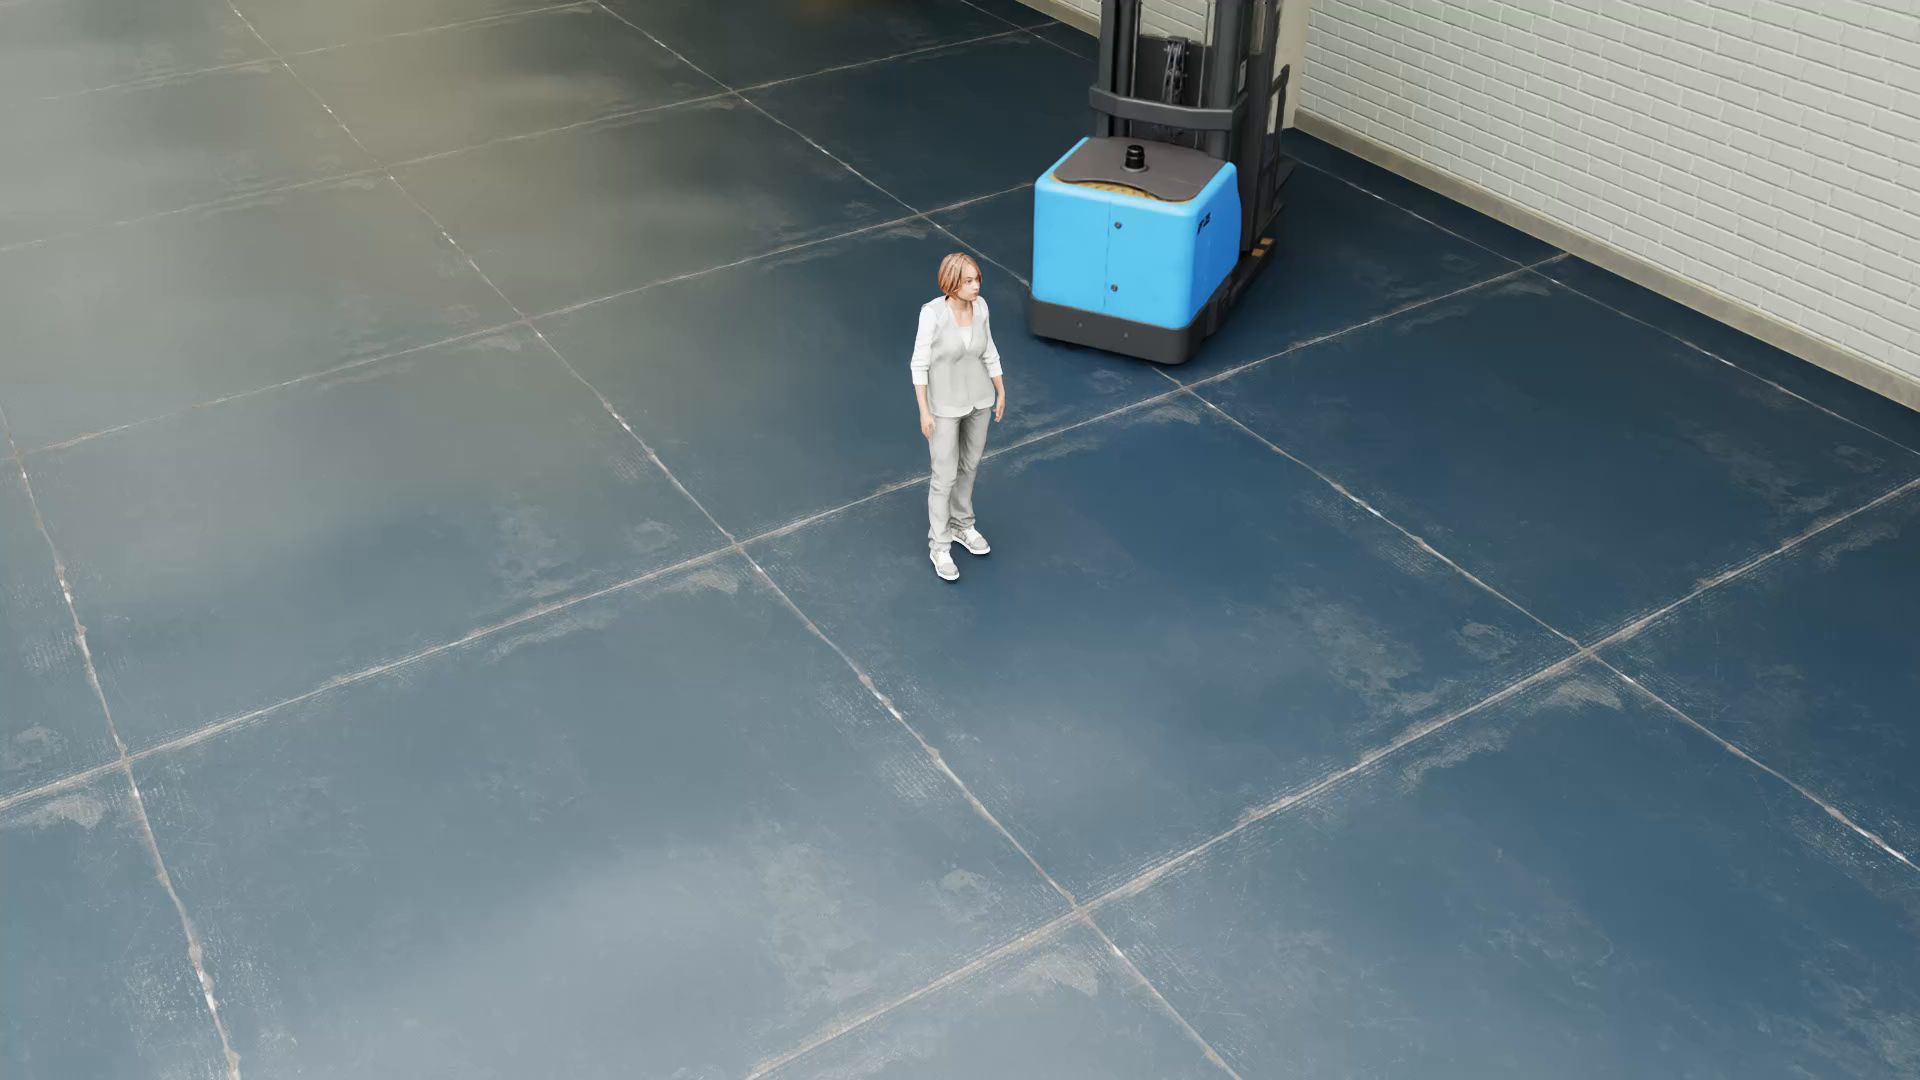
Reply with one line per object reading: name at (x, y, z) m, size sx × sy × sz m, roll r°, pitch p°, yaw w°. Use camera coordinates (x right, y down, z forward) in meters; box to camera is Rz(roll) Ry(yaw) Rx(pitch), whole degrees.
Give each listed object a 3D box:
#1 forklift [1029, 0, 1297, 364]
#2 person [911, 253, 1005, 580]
forklift at (1.525, -3.101, 10.561) m, size 1.130 × 2.935 × 3.031 m, roll 15°, pitch 38°, yaw 21°
person at (0.028, -0.614, 8.181) m, size 0.521 × 1.582 × 0.475 m, roll -21°, pitch 40°, yaw -27°
